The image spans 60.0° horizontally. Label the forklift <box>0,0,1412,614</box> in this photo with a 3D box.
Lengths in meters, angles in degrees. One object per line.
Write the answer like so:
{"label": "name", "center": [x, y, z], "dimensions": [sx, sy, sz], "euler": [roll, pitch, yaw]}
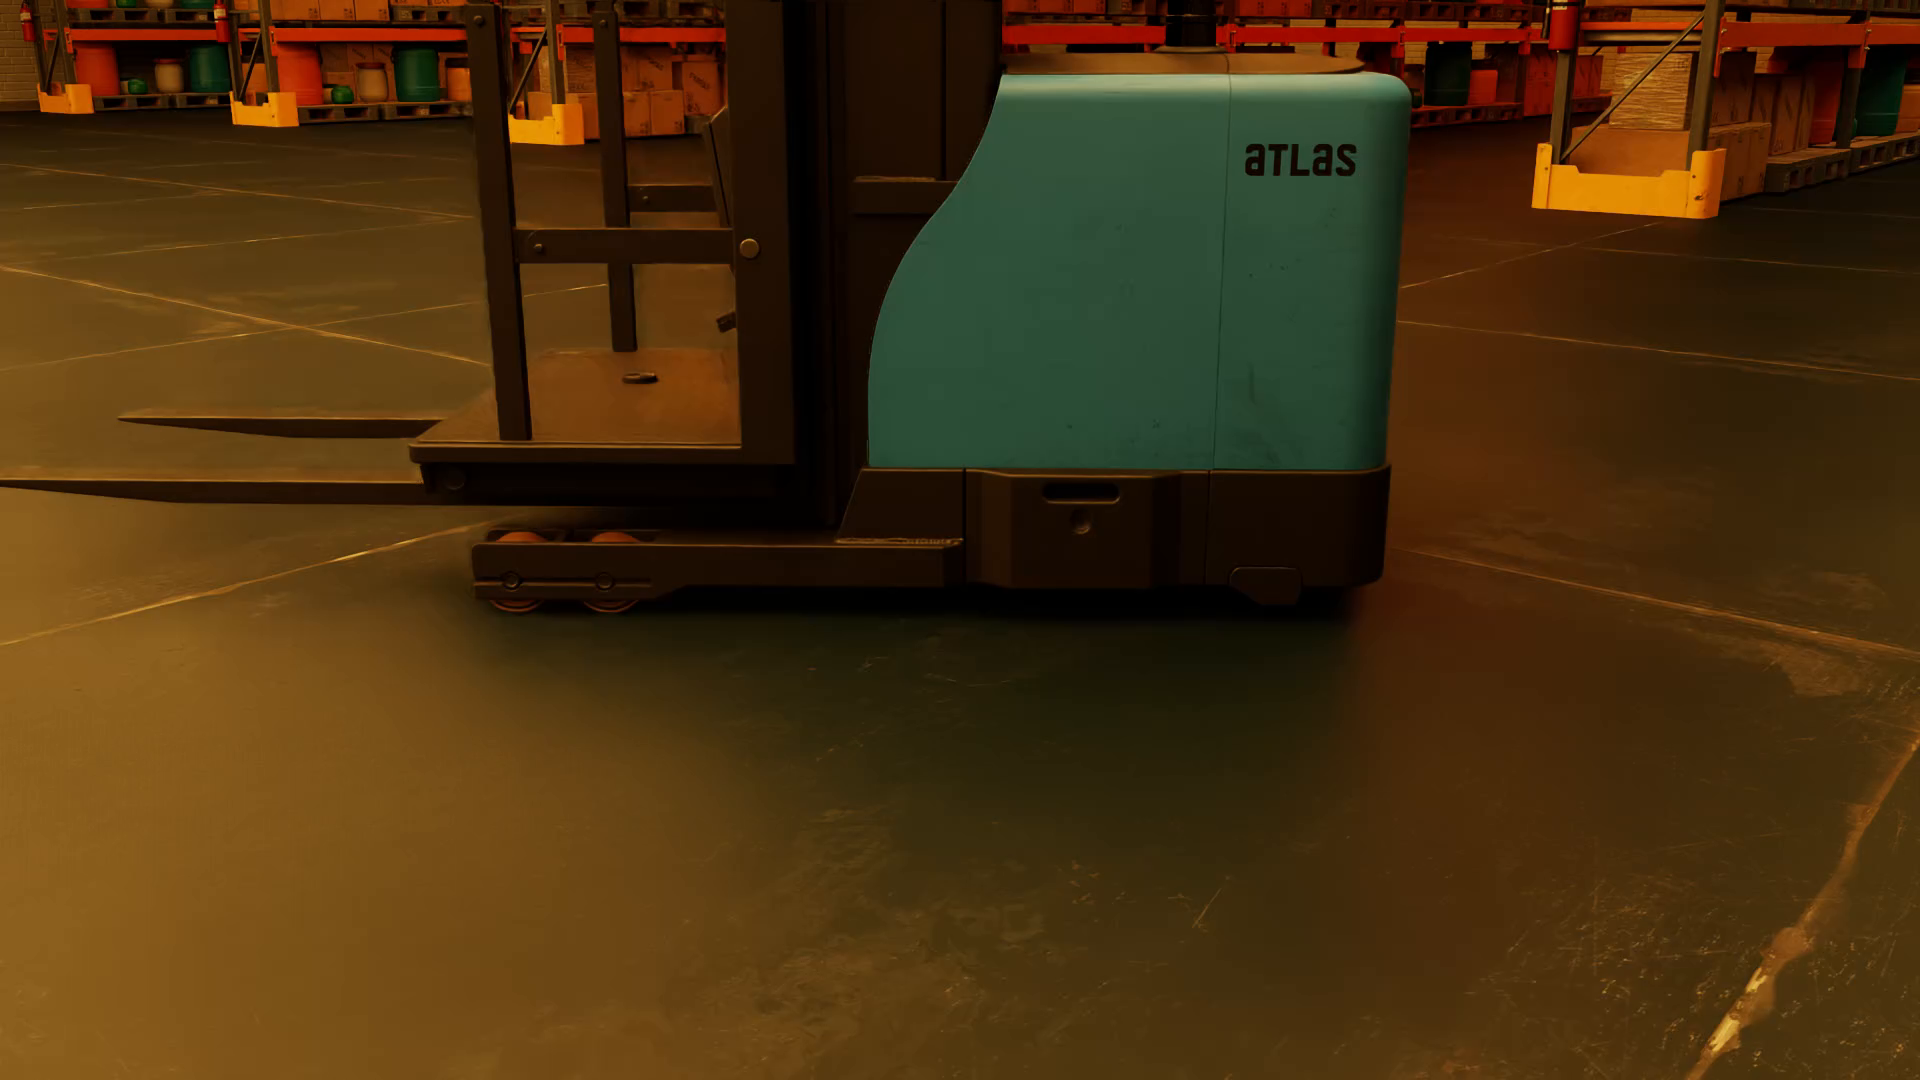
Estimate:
{"label": "forklift", "center": [-0.621, -1.403, 3.518], "dimensions": [3.031, 2.935, 1.130], "euler": [1, 17, 2]}
